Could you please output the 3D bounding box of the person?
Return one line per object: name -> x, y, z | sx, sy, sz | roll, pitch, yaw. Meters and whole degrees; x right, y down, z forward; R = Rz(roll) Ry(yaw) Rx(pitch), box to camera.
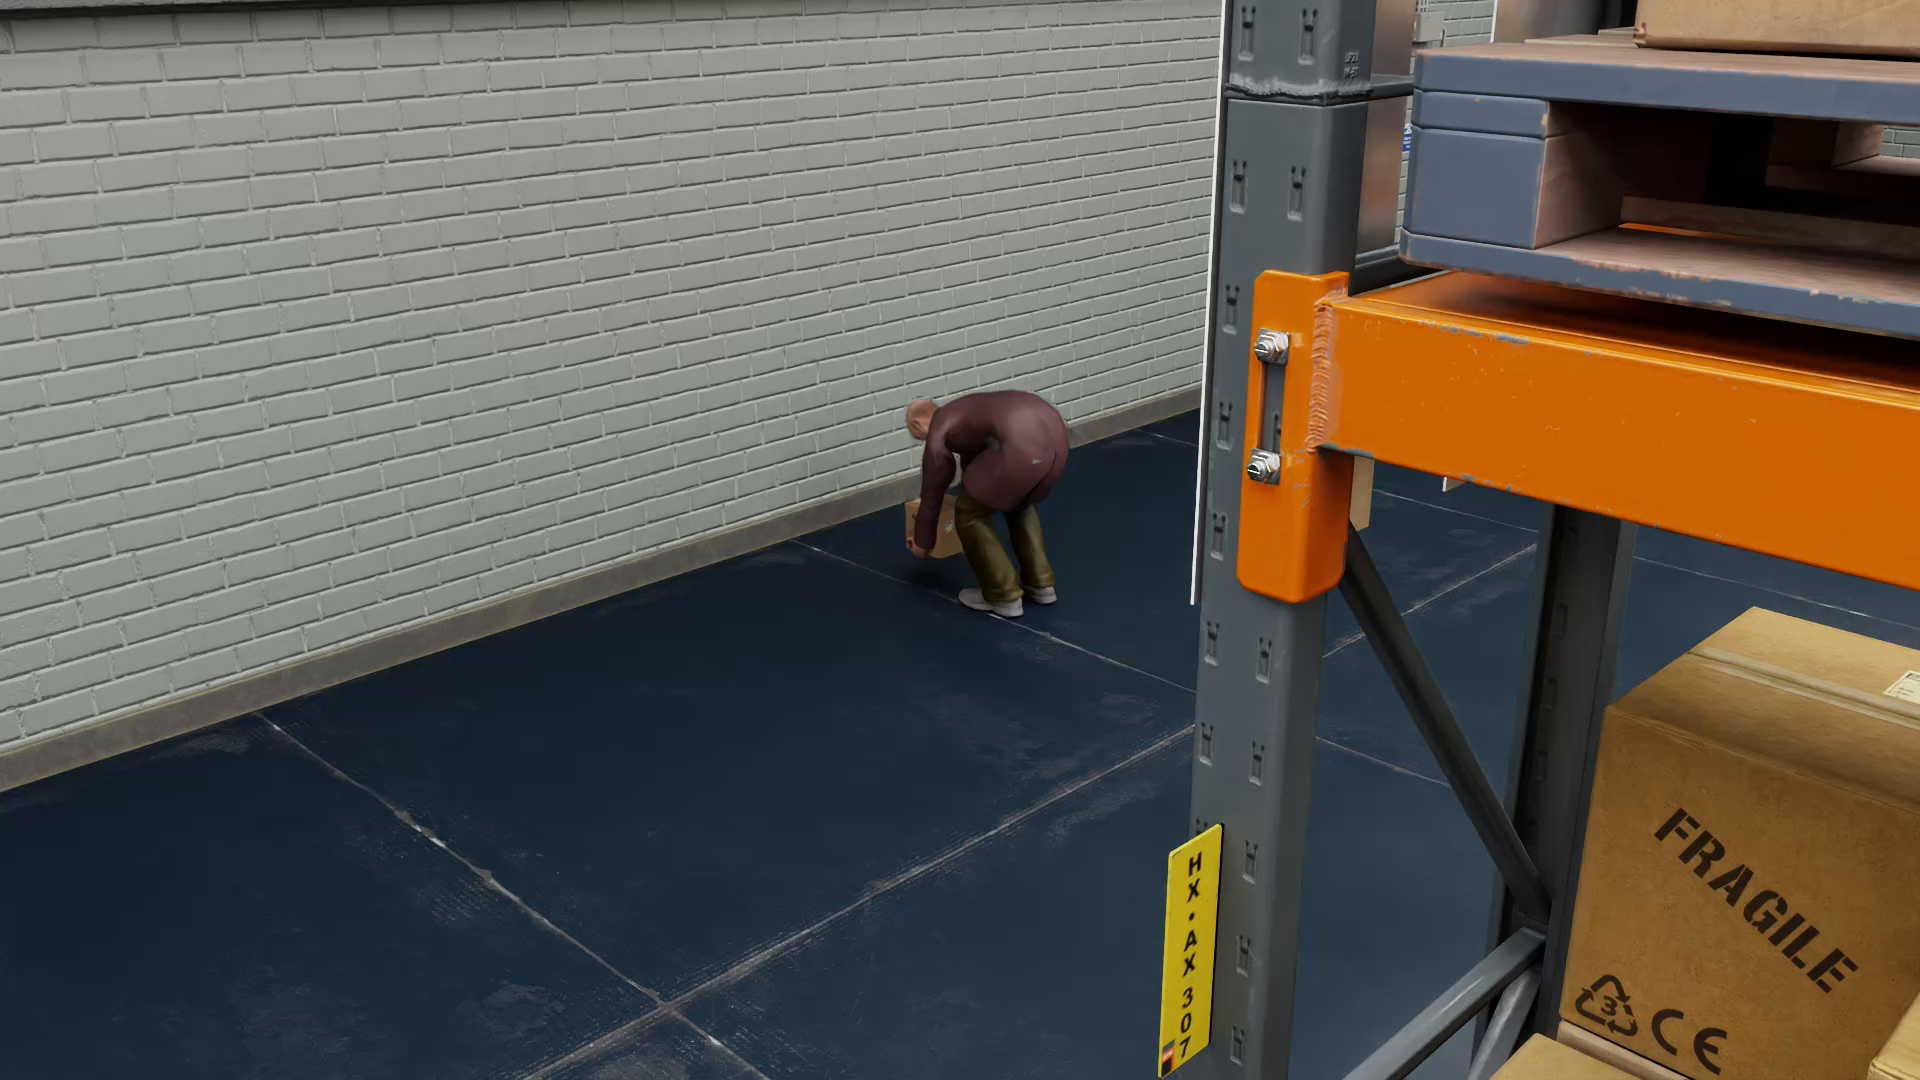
person -> 0.105, -0.238, 8.250 | 0.949, 1.078, 0.581 | 17, 26, 39
